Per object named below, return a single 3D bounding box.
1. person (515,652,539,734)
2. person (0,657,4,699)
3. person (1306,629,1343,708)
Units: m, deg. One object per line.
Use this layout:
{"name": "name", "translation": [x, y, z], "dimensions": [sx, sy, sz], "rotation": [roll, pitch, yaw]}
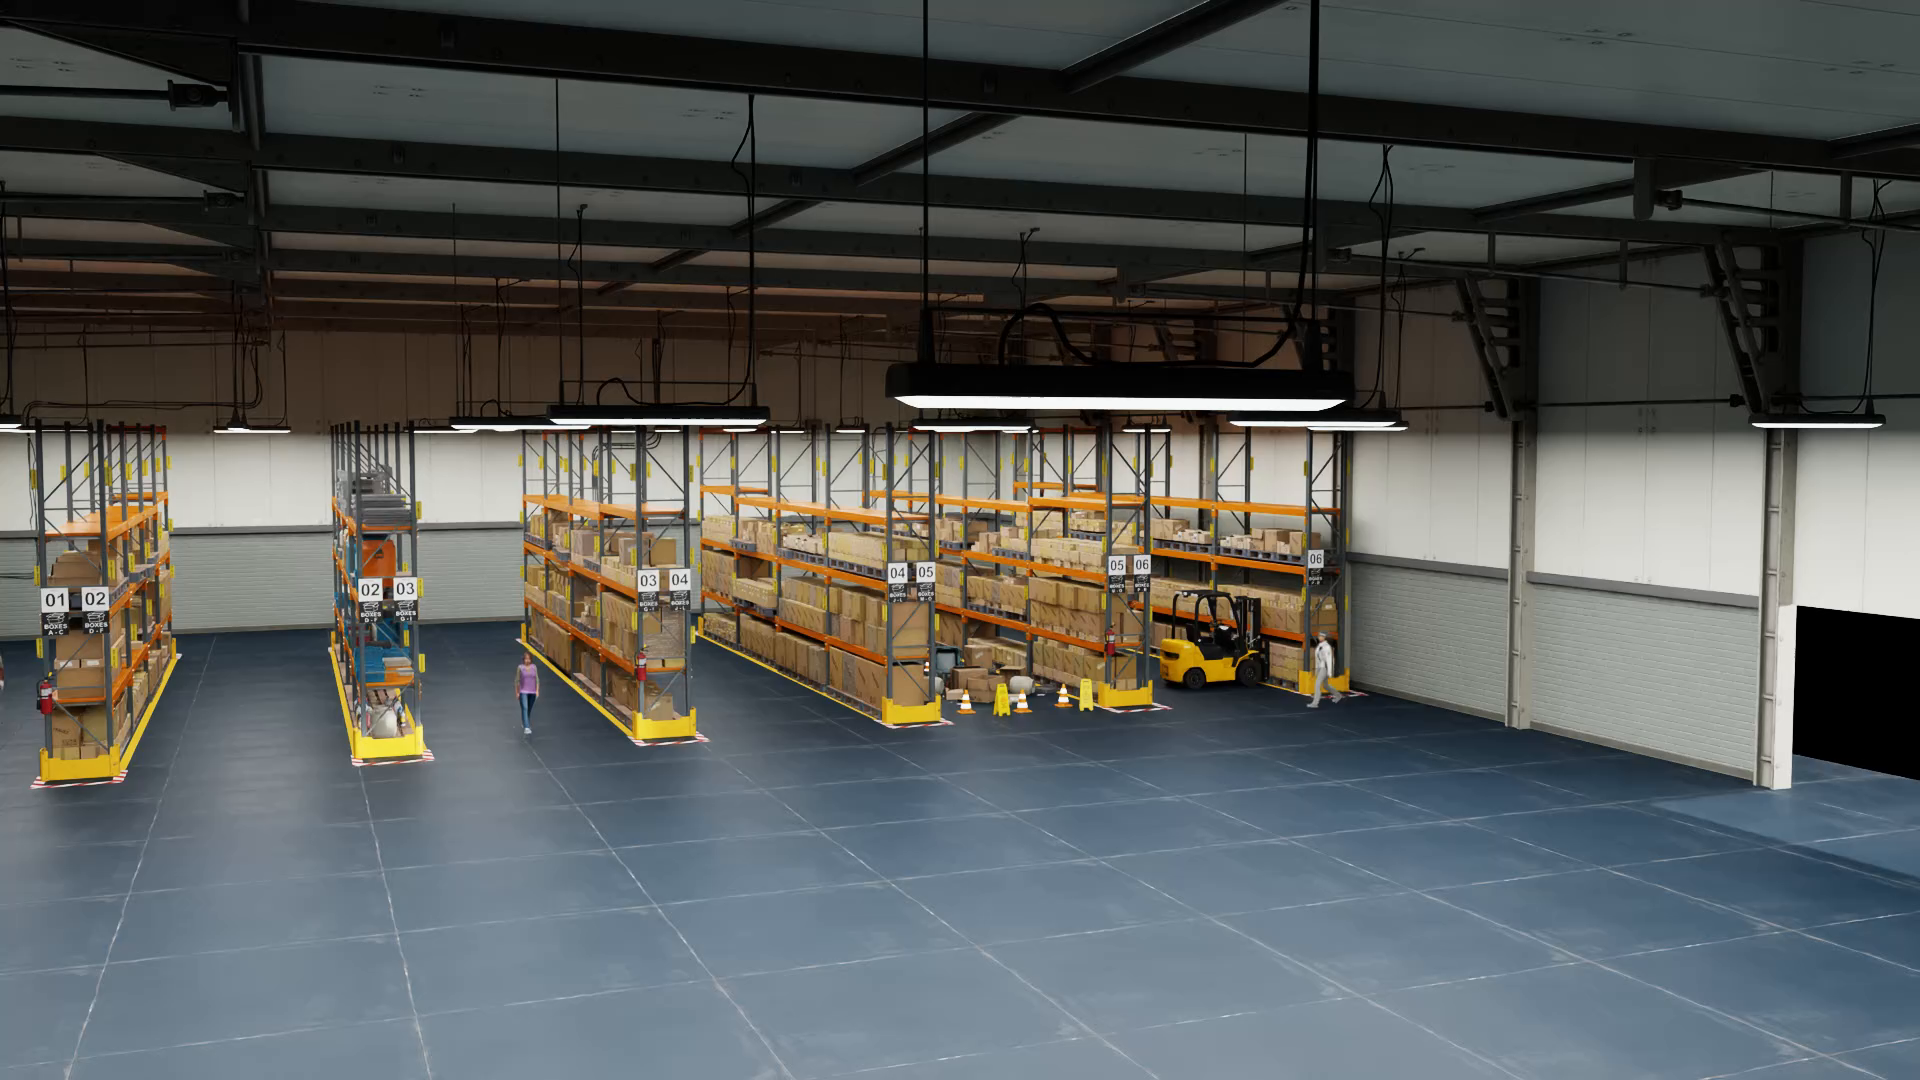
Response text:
{"name": "person", "translation": [-8.288, 2.948, 31.929], "dimensions": [0.434, 1.512, 0.967], "rotation": [-3, 4, -36]}
{"name": "person", "translation": [-18.918, 2.814, 32.406], "dimensions": [0.552, 1.716, 1.027], "rotation": [-3, 4, -37]}
{"name": "person", "translation": [7.710, 2.698, 35.046], "dimensions": [0.970, 1.643, 0.484], "rotation": [-1, 4, -20]}
